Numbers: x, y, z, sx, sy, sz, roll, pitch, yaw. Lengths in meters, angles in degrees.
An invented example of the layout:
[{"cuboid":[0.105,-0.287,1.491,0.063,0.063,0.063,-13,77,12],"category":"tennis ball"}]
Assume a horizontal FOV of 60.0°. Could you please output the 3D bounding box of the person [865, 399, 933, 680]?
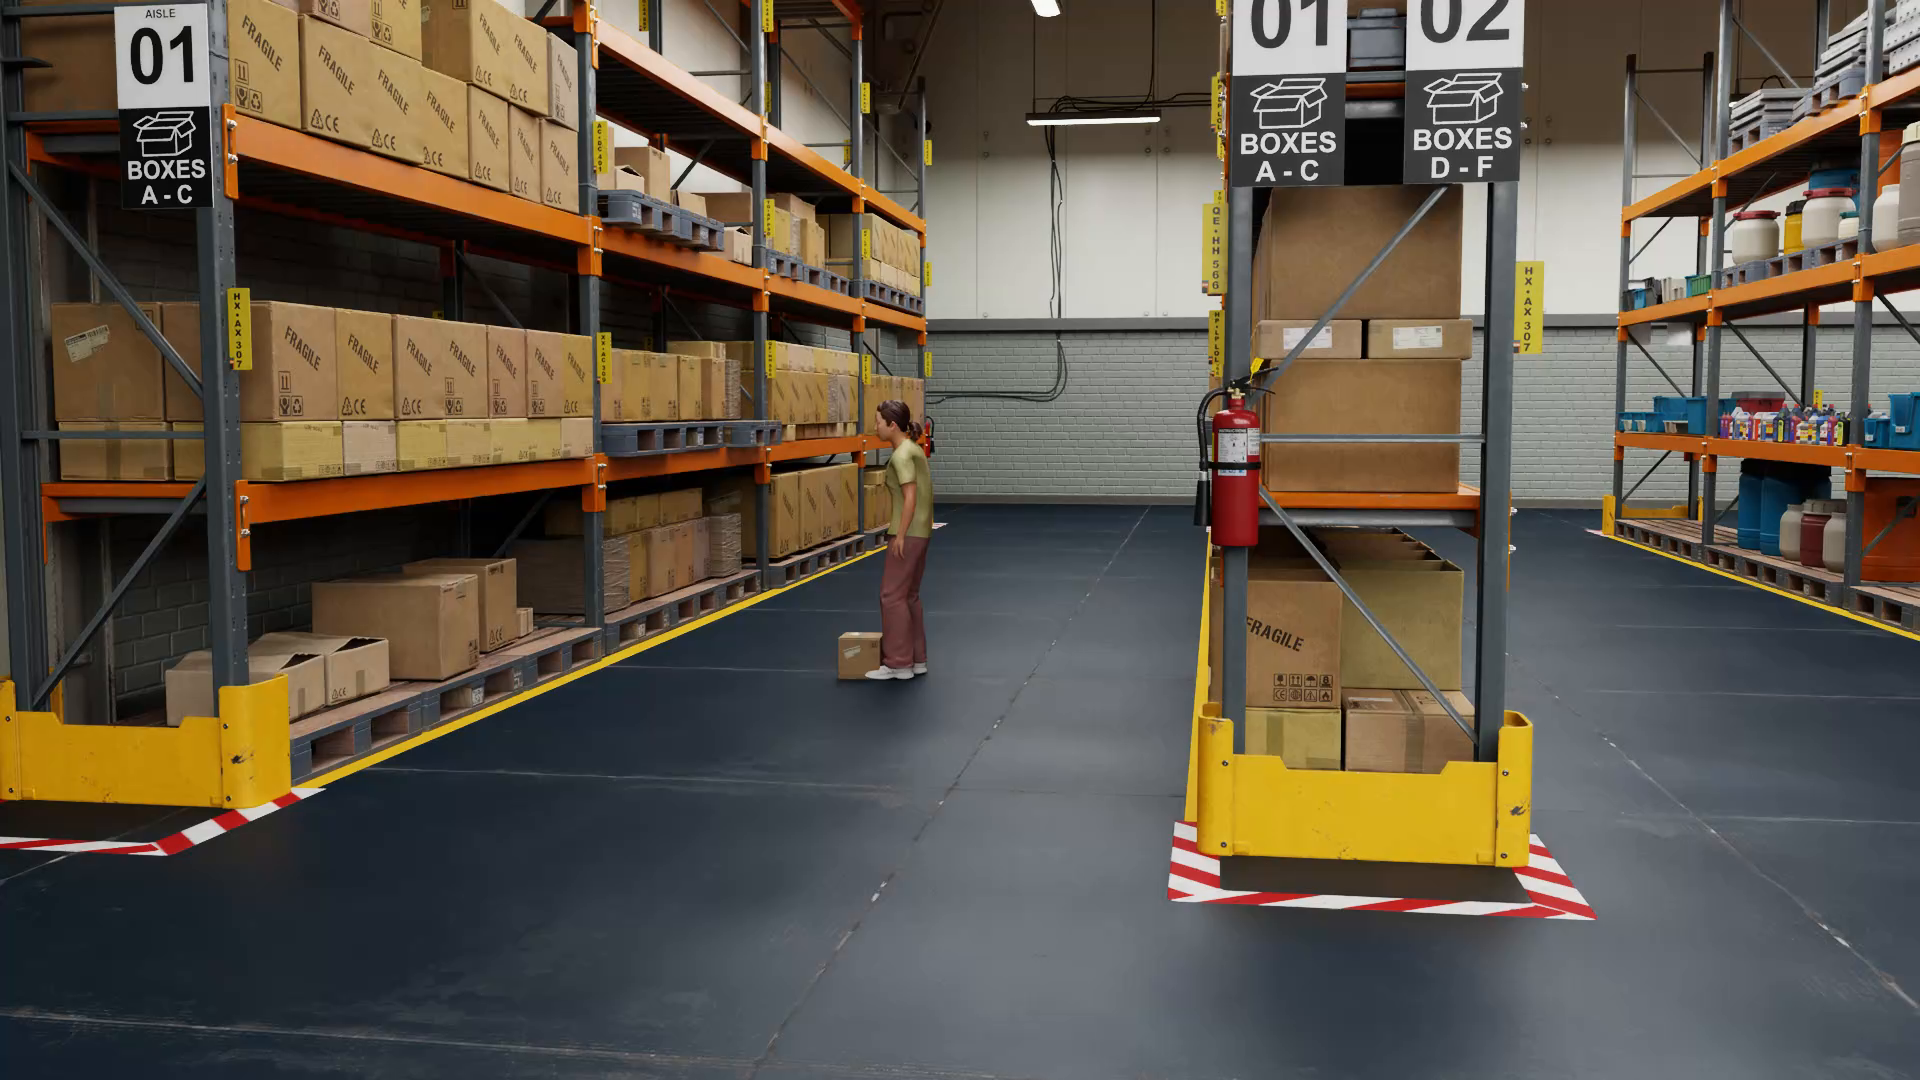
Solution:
[{"cuboid":[-0.370,-0.007,9.956,0.415,1.671,0.521,0,5,5],"category":"person"}]
